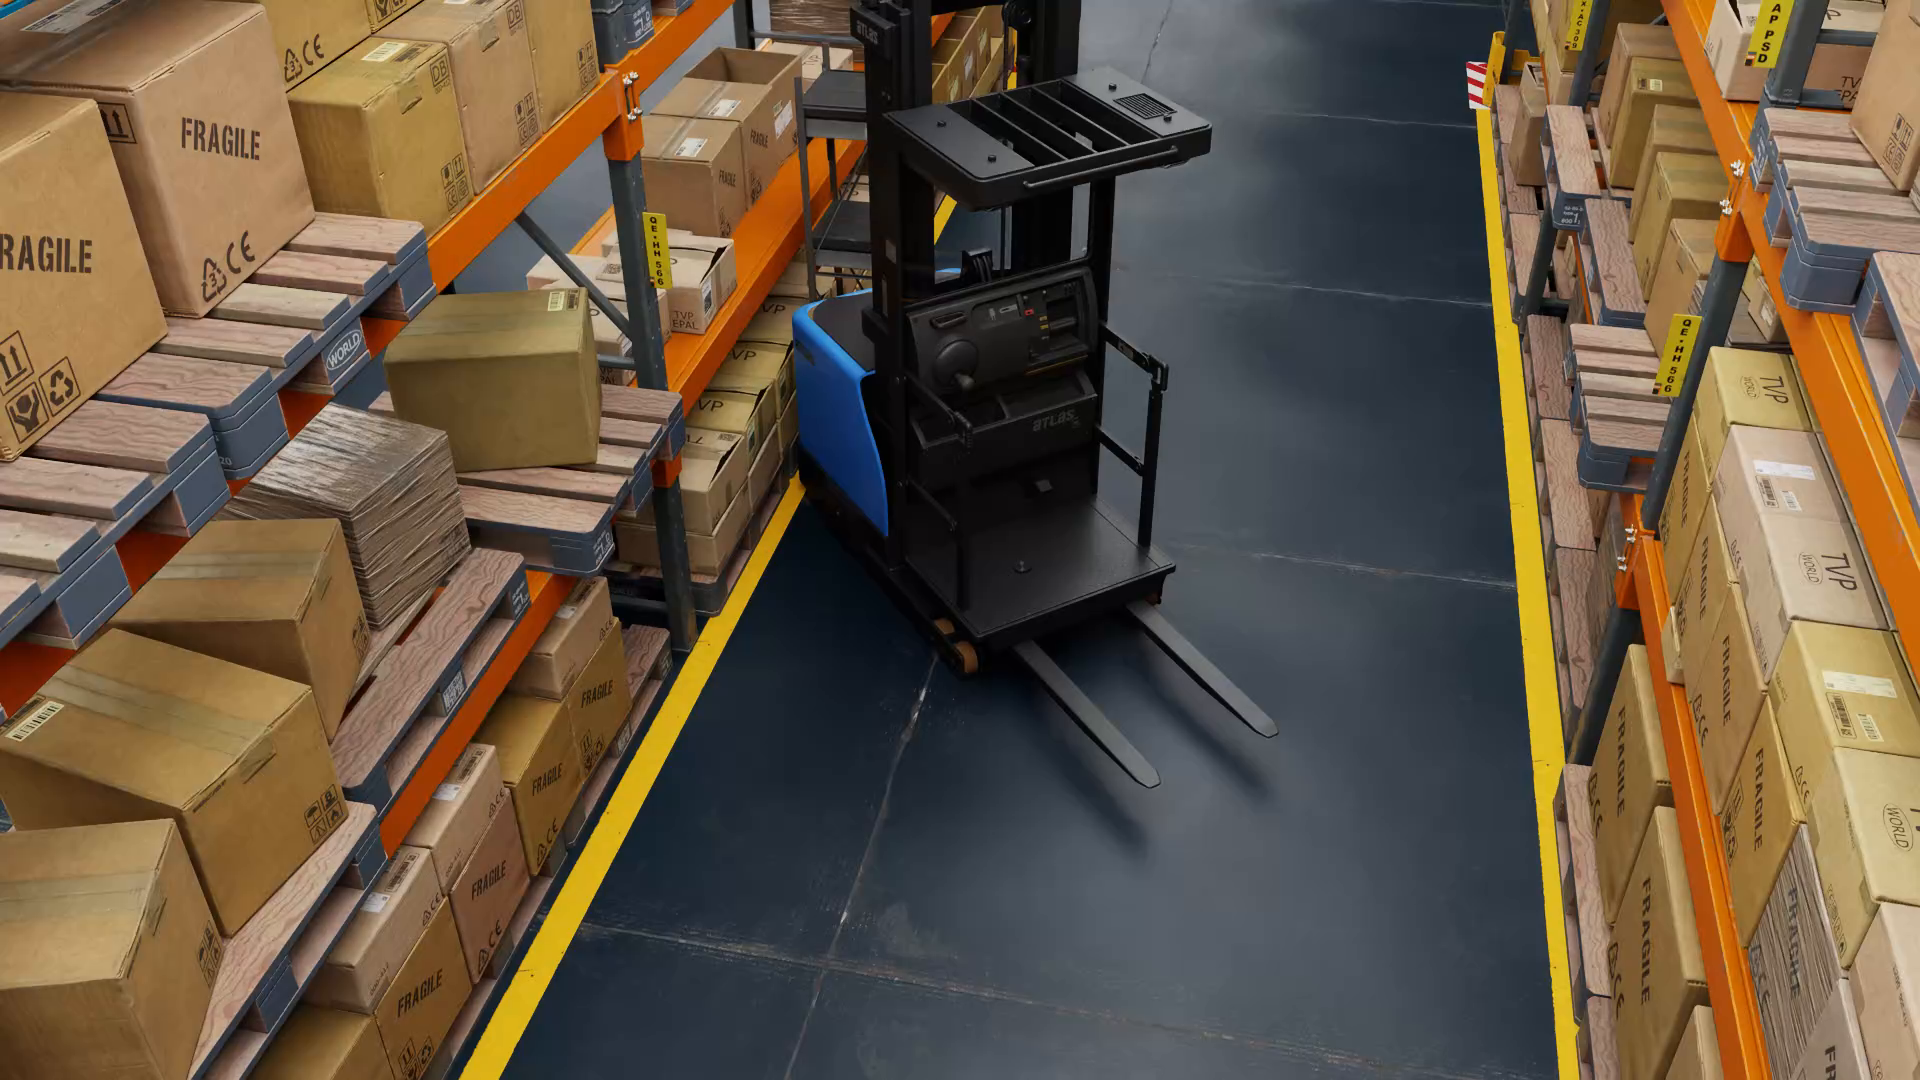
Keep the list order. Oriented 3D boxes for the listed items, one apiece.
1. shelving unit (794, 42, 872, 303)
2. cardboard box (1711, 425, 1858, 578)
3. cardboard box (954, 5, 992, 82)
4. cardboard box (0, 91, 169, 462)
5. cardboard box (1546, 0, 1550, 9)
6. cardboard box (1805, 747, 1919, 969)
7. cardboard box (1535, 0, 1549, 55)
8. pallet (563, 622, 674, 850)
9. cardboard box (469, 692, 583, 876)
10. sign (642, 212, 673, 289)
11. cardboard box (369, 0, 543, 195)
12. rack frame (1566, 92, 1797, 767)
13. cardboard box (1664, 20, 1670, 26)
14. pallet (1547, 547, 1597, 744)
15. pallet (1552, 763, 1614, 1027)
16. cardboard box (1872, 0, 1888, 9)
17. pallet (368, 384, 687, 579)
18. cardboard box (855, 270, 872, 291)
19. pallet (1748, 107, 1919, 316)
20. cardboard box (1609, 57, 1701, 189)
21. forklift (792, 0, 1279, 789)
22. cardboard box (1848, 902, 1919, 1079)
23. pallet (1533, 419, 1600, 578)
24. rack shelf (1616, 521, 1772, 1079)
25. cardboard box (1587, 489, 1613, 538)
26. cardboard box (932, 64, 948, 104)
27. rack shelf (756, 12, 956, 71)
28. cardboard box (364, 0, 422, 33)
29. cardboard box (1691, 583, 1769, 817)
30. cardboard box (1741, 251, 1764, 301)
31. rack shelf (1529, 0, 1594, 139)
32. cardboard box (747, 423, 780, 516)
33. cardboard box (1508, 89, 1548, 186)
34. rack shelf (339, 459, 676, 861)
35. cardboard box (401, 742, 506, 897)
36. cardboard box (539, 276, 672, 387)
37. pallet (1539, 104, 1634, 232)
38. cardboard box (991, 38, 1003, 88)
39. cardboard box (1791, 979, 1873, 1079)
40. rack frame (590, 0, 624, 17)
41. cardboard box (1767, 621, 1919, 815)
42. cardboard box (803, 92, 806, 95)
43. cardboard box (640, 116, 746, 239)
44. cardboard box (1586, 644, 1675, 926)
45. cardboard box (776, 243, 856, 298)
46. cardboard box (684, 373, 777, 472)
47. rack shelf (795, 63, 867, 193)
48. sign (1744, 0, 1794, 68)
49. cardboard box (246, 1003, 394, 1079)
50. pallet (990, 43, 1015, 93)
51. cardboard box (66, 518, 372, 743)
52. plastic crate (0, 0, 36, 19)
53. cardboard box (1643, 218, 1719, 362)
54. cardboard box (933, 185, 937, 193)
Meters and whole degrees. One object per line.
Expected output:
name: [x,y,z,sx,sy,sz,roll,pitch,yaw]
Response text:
shelving unit: [-0.541,-1.499,8.791,0.431,2.100,0.503,7,36,10]
cardboard box: [2.638,-0.095,5.100,0.500,0.250,0.500,7,36,9]
cardboard box: [-0.054,-3.804,12.559,0.500,0.500,0.500,7,37,10]
cardboard box: [-2.294,-0.615,3.729,0.600,0.600,0.600,7,37,9]
cardboard box: [3.973,-3.587,10.385,0.500,0.500,0.500,6,36,9]
cardboard box: [2.323,0.778,3.896,0.500,0.250,0.500,8,37,11]
cardboard box: [3.967,-3.283,10.605,0.500,0.250,0.500,7,37,10]
pallet: [-1.936,0.775,7.271,1.003,0.211,1.213,7,37,10]
cardboard box: [-1.821,0.919,6.451,0.500,0.500,0.500,6,36,8]
sign: [-1.208,-1.151,6.634,0.100,0.325,0.005,7,37,10]
cardboard box: [-1.909,-1.486,5.373,0.910,0.500,0.500,7,37,10]
rack frame: [3.100,-0.158,6.183,1.000,3.000,0.127,7,37,10]
cardboard box: [4.259,-2.946,9.501,0.500,0.500,0.500,7,36,9]
pallet: [3.269,0.523,7.619,1.003,0.211,1.213,7,37,10]
pallet: [2.858,1.413,6.390,1.003,0.211,1.213,7,37,10]
cardboard box: [3.479,-1.806,5.797,0.500,0.500,0.500,7,37,10]
pallet: [-1.816,-0.302,6.545,1.213,0.211,1.003,7,37,10]
cardboard box: [-0.801,-1.563,10.106,0.500,0.250,0.500,7,36,9]
pallet: [3.015,-0.921,4.839,1.213,0.211,1.003,9,37,12]
cardboard box: [3.686,-2.063,8.351,0.700,0.500,0.500,11,37,15]
forklift: [0.310,-0.867,7.219,1.130,2.935,3.031,-18,40,-24]
cardboard box: [2.214,1.070,3.493,0.500,0.250,0.500,8,37,11]
pallet: [3.531,-0.174,8.581,1.003,0.211,1.213,7,37,10]
rack shelf: [2.673,1.279,4.812,1.077,0.370,4.000,7,37,10]
cardboard box: [3.505,-0.313,8.151,0.700,0.500,0.500,7,37,10]
cardboard box: [-0.381,-2.945,11.374,0.500,0.500,0.500,7,37,10]
rack shelf: [-0.458,-3.926,11.994,1.077,0.370,4.000,7,37,10]
cardboard box: [-1.948,-1.895,5.086,0.500,0.500,0.500,7,37,10]
cardboard box: [2.519,0.502,4.915,0.500,0.500,0.500,7,37,10]
cardboard box: [3.199,-1.028,6.369,0.380,0.149,0.250,2,36,2]
rack shelf: [4.382,-3.307,11.140,1.077,0.370,4.000,7,37,10]
cardboard box: [-1.234,-0.386,8.481,0.500,0.250,0.500,6,36,9]
cardboard box: [4.246,-2.784,11.561,0.700,0.500,0.500,5,36,7]
rack shelf: [-2.167,0.661,5.666,1.077,0.370,4.000,7,37,10]
cardboard box: [-1.933,0.939,5.785,0.500,0.250,0.500,7,36,9]
cardboard box: [-1.619,-0.944,7.343,0.500,0.311,0.500,10,37,13]
pallet: [3.649,-1.954,8.824,1.003,0.211,1.213,7,37,10]
cardboard box: [0.048,-3.788,13.175,0.500,0.250,0.500,7,37,10]
cardboard box: [2.198,1.376,3.710,0.500,0.500,0.500,8,37,10]
rack frame: [-1.740,-3.206,5.276,1.000,3.000,0.127,7,37,10]
cardboard box: [2.432,0.486,4.299,0.500,0.250,0.500,7,36,9]
cardboard box: [-0.894,-2.489,9.513,0.396,0.266,0.258,6,36,9]
cardboard box: [-1.397,-1.782,8.337,0.500,0.500,0.500,5,36,7]
cardboard box: [2.815,0.947,6.131,0.750,0.750,0.750,7,36,9]
cardboard box: [-0.906,-1.501,9.543,0.500,0.311,0.500,7,37,10]
cardboard box: [-1.237,-0.627,8.336,0.500,0.311,0.500,6,36,9]
rack shelf: [-0.549,-2.058,8.393,0.431,0.518,0.480,7,36,10]
sign: [2.571,-1.652,5.246,0.100,0.325,0.005,7,37,10]
cardboard box: [-2.150,1.796,5.241,0.500,0.500,0.500,8,37,11]
pallet: [-0.153,-3.791,13.571,1.003,0.211,1.213,7,37,10]
cardboard box: [-2.277,0.285,5.128,0.700,0.500,0.500,-1,36,-2]
plastic crate: [-5.655,-3.016,10.139,0.392,0.384,0.575,7,37,10]
cardboard box: [3.284,-0.972,6.845,0.700,0.500,0.500,4,36,6]
cardboard box: [-0.378,-2.641,11.593,0.500,0.250,0.500,7,37,10]
